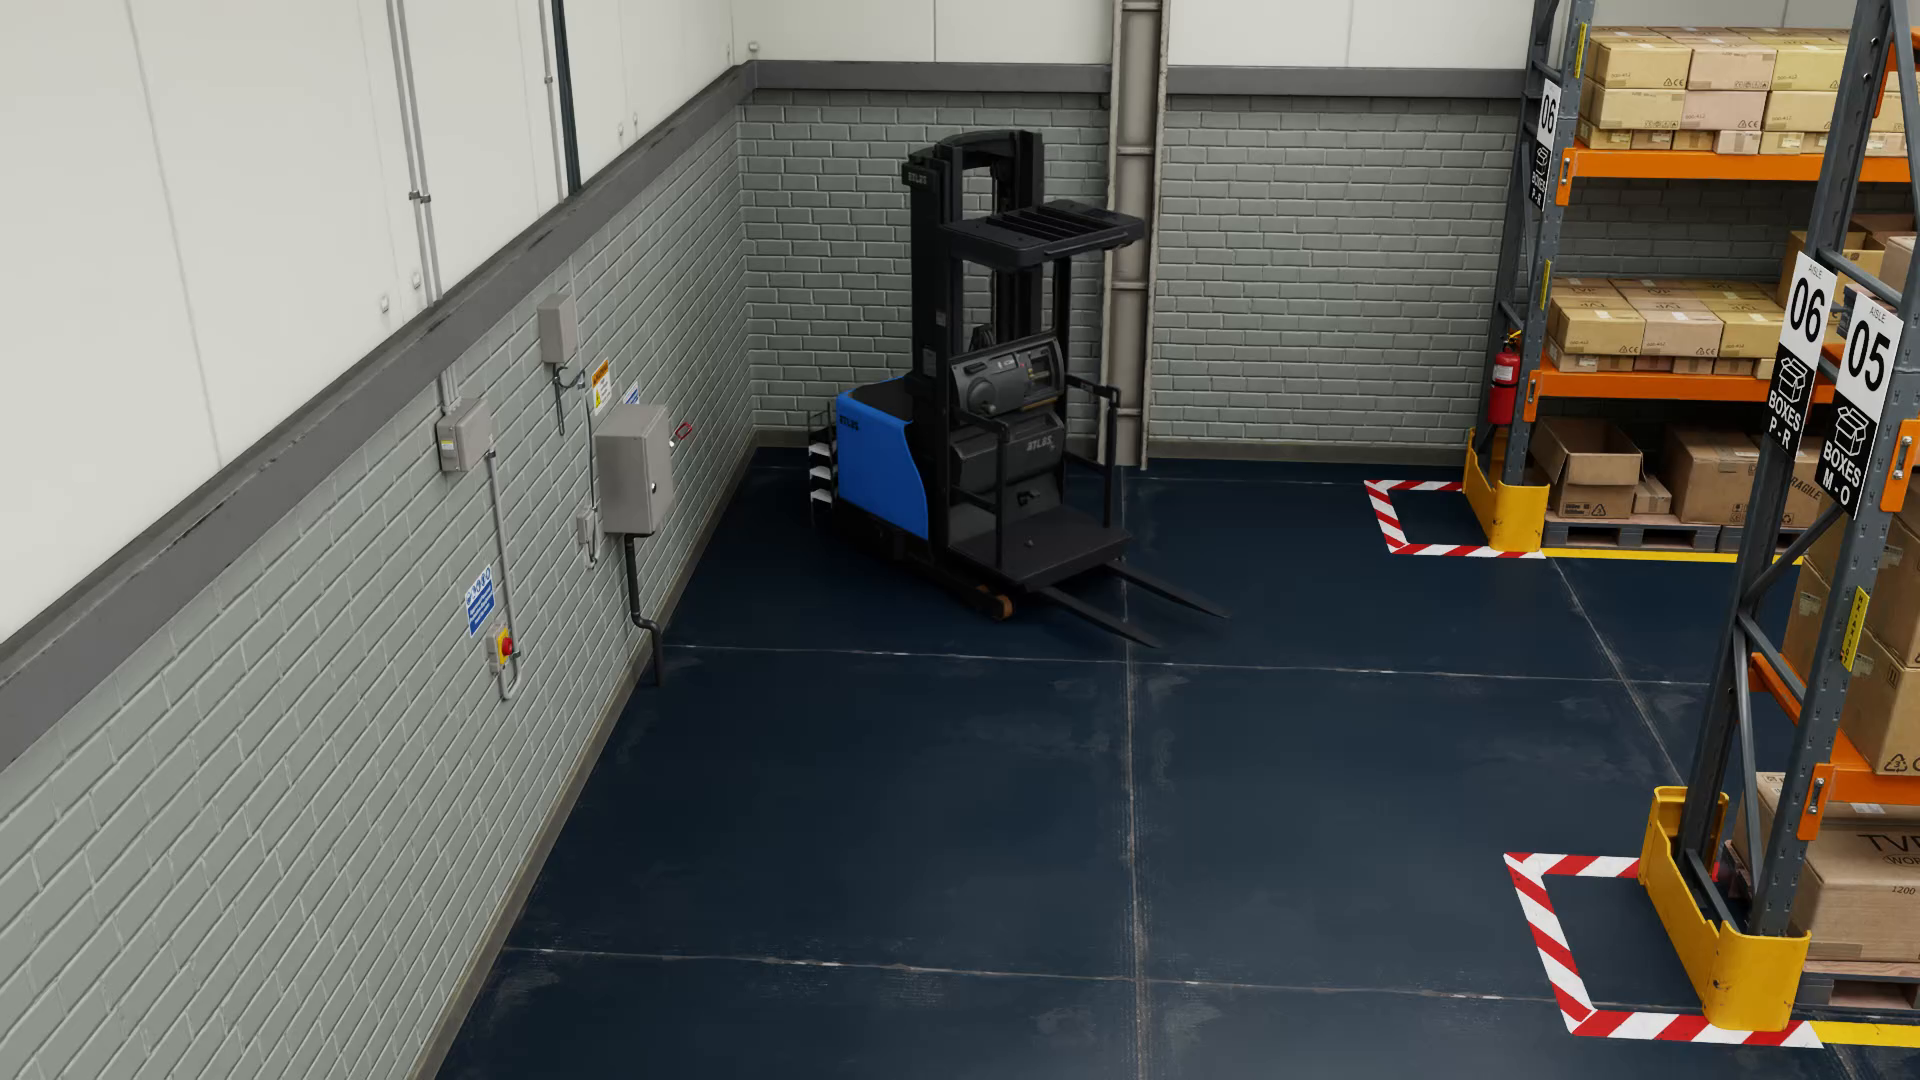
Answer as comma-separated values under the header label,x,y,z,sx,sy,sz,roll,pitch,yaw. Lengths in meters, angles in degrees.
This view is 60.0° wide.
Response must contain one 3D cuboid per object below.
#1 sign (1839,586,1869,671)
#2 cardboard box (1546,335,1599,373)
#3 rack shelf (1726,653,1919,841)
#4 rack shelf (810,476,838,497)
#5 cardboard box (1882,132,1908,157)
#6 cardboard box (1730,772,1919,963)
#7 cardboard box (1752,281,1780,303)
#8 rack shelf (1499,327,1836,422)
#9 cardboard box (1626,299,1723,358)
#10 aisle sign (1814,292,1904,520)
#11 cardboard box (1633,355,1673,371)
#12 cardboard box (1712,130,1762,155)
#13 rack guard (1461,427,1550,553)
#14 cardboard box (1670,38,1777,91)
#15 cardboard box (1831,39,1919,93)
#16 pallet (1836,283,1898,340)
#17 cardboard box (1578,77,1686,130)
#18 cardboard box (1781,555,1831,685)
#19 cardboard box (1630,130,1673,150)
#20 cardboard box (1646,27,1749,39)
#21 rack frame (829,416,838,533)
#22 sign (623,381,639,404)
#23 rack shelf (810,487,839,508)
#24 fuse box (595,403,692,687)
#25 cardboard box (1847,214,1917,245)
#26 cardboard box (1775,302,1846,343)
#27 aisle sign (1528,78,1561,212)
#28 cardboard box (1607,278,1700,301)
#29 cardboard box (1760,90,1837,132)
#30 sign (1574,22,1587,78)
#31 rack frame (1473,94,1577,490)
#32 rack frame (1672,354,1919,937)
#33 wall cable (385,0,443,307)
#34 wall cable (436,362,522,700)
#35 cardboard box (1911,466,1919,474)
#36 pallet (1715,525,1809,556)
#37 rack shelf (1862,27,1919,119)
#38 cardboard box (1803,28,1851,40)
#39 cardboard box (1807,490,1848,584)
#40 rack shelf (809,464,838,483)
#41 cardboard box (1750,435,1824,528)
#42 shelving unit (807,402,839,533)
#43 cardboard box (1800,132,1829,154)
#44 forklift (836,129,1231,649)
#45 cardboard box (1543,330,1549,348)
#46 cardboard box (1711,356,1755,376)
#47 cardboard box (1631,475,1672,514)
label,x,y,z,sx,sy,sz,roll,pitch,yaw
sign,3.488,0.348,6.487,0.005,0.325,0.100,2,25,4
cardboard box,4.220,-1.284,11.464,0.250,0.149,0.380,2,25,4
rack shelf,5.531,0.936,7.198,4.000,0.370,1.077,2,25,4
rack shelf,-0.931,-0.411,12.073,0.200,0.077,0.258,17,30,33
cardboard box,5.983,-2.569,10.668,0.250,0.149,0.380,2,25,5
cardboard box,4.202,1.498,7.680,0.875,0.438,0.875,1,25,2
cardboard box,5.921,-1.634,11.749,0.500,0.250,0.500,2,25,4
rack shelf,5.907,-1.132,11.695,4.000,0.370,1.077,2,25,4
cardboard box,4.847,-1.447,11.342,0.500,0.250,0.500,2,25,5
aisle sign,3.443,-0.517,6.386,0.004,0.787,0.394,2,25,4
cardboard box,4.741,-1.301,11.502,0.250,0.149,0.380,2,25,3
cardboard box,4.971,-2.601,10.738,0.250,0.149,0.380,2,25,5
rack guard,3.989,-0.385,12.201,0.348,0.500,1.175,2,25,4
cardboard box,4.842,-3.037,10.610,0.500,0.250,0.500,2,25,4
cardboard box,5.853,-3.015,10.561,0.500,0.250,0.500,3,25,5
pallet,4.277,-0.757,6.536,1.213,0.211,1.003,2,25,4
cardboard box,4.334,-2.825,10.747,0.500,0.250,0.500,2,25,3
cardboard box,4.038,0.405,7.372,0.500,0.500,0.500,2,25,4
cardboard box,4.476,-2.667,10.881,0.250,0.149,0.380,2,25,5
cardboard box,4.896,-3.265,11.106,0.500,0.250,0.500,1,25,2
rack frame,-0.849,-0.498,11.966,0.006,0.900,0.240,17,30,33
sign,-1.950,-0.665,9.932,0.001,0.494,0.329,2,25,4
rack shelf,-0.931,-0.329,12.110,0.200,0.077,0.258,17,30,33
fuse box,-1.781,0.089,9.720,0.414,1.711,0.539,2,25,4
cardboard box,6.437,-1.961,11.562,0.500,0.500,0.500,1,25,3
cardboard box,5.864,-1.425,11.293,0.500,0.250,0.500,1,25,3
aisle sign,3.822,-2.584,10.879,0.004,0.787,0.394,2,25,4
cardboard box,4.906,-1.669,11.824,0.500,0.250,0.500,2,25,4
cardboard box,5.352,-2.796,10.683,0.500,0.250,0.500,1,25,2
sign,3.871,-3.057,10.382,0.005,0.325,0.100,2,25,4
rack frame,3.913,-1.523,11.683,0.127,3.000,1.000,2,25,4
rack frame,3.537,0.546,7.187,0.127,3.000,1.000,2,25,4
wall cable,-2.157,-2.244,6.073,0.029,3.000,0.463,2,25,4
wall cable,-2.087,-0.101,7.339,0.123,1.953,0.585,2,25,4
cardboard box,3.910,-0.321,6.978,0.250,0.149,0.380,2,25,5
pallet,5.997,-0.189,12.119,1.213,0.211,1.003,2,25,4
rack shelf,5.531,-1.607,6.028,4.000,0.370,1.077,2,25,4
cardboard box,5.907,-3.226,11.020,0.500,0.250,0.500,2,25,4
cardboard box,4.035,-0.038,7.139,0.500,0.500,0.500,3,25,6
rack shelf,-0.931,-0.493,12.035,0.200,0.077,0.258,17,30,33
cardboard box,5.884,-0.417,11.768,0.500,0.500,0.500,2,25,5
shelving unit,-0.931,-0.523,12.021,0.210,0.900,0.258,17,30,33
cardboard box,5.484,-2.613,10.765,0.250,0.149,0.380,2,25,3
forklift,0.458,-1.047,10.729,1.130,2.935,3.031,-20,31,-37
cardboard box,4.264,-1.510,11.956,0.250,0.149,0.380,2,25,3
cardboard box,5.254,-1.262,11.415,0.250,0.149,0.380,2,25,5
cardboard box,4.936,-0.330,11.998,0.250,0.149,0.380,1,25,2
